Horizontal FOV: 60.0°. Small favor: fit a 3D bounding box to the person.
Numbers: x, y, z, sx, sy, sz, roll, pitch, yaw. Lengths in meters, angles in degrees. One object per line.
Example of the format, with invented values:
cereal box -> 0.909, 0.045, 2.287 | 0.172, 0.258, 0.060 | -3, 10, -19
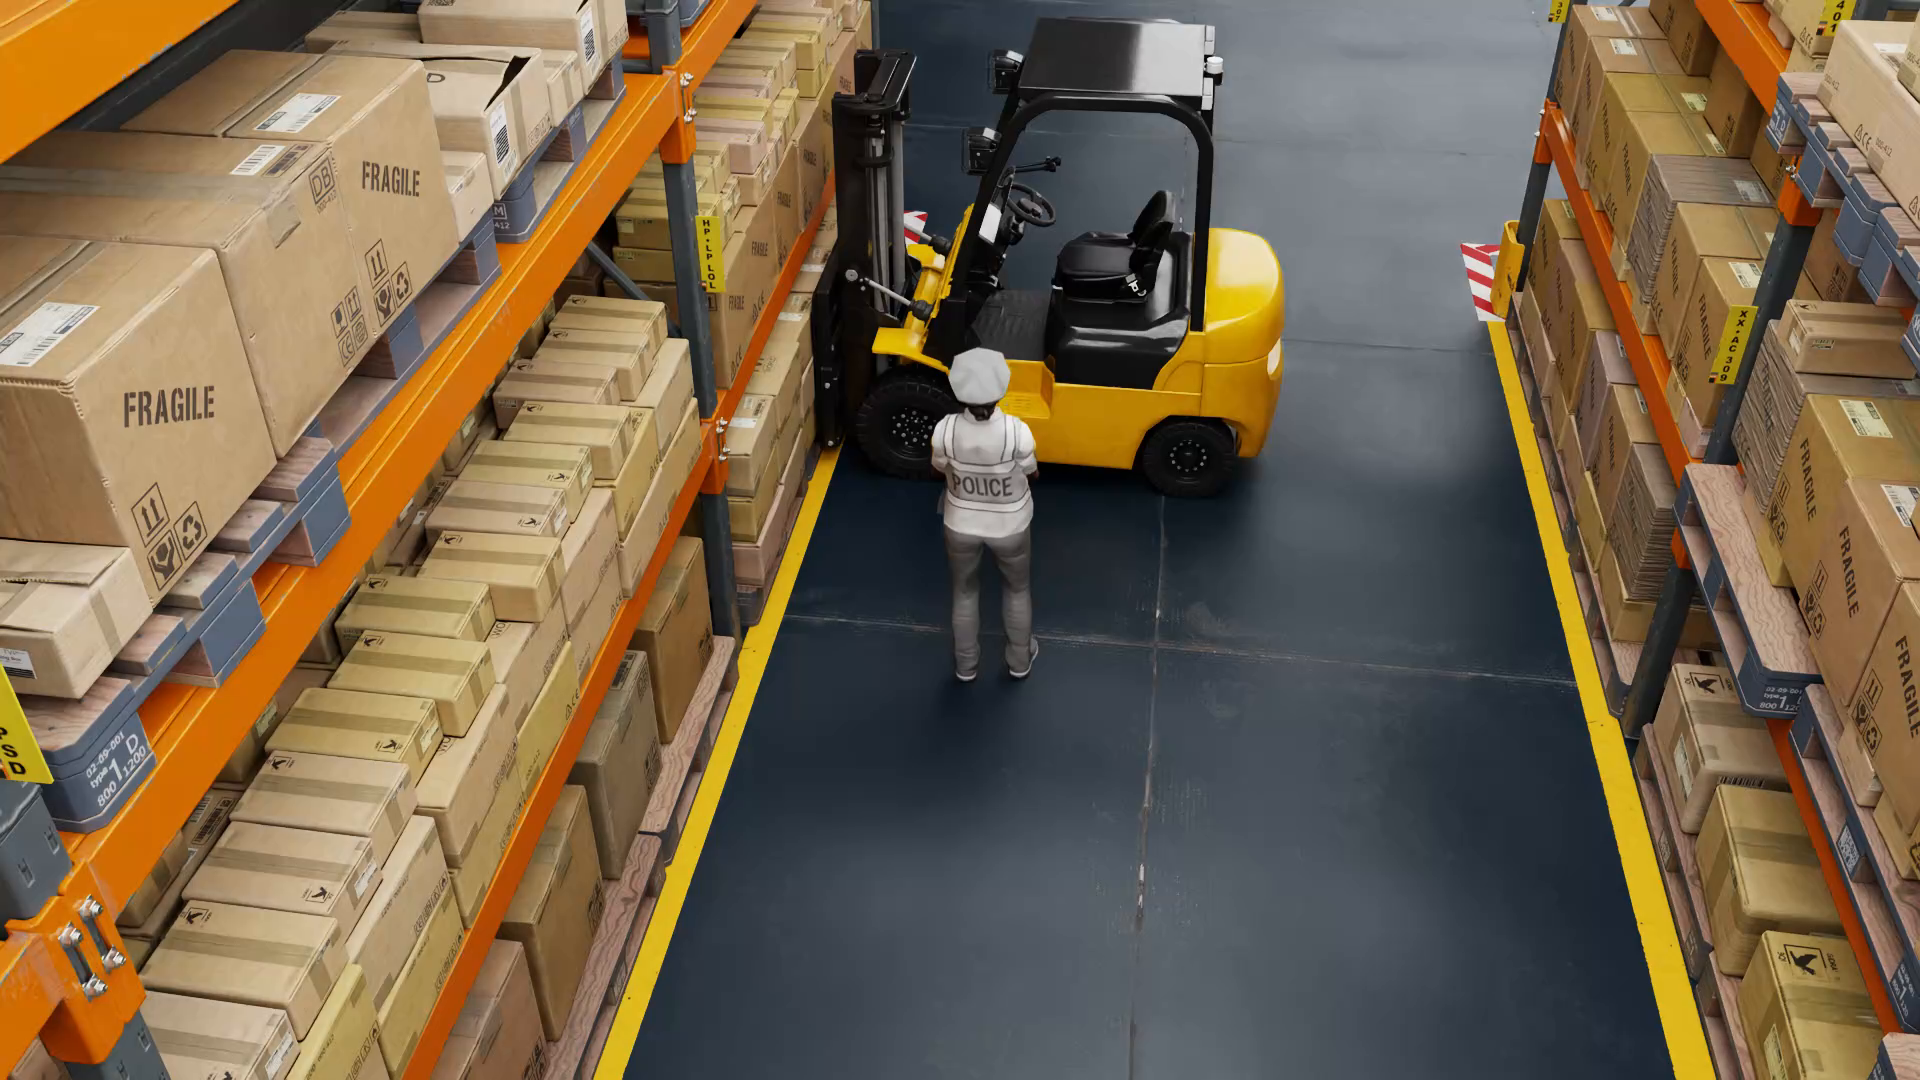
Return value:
person -> 0.116, -0.114, 7.163 | 0.471, 1.698, 0.522 | 4, 37, 6
